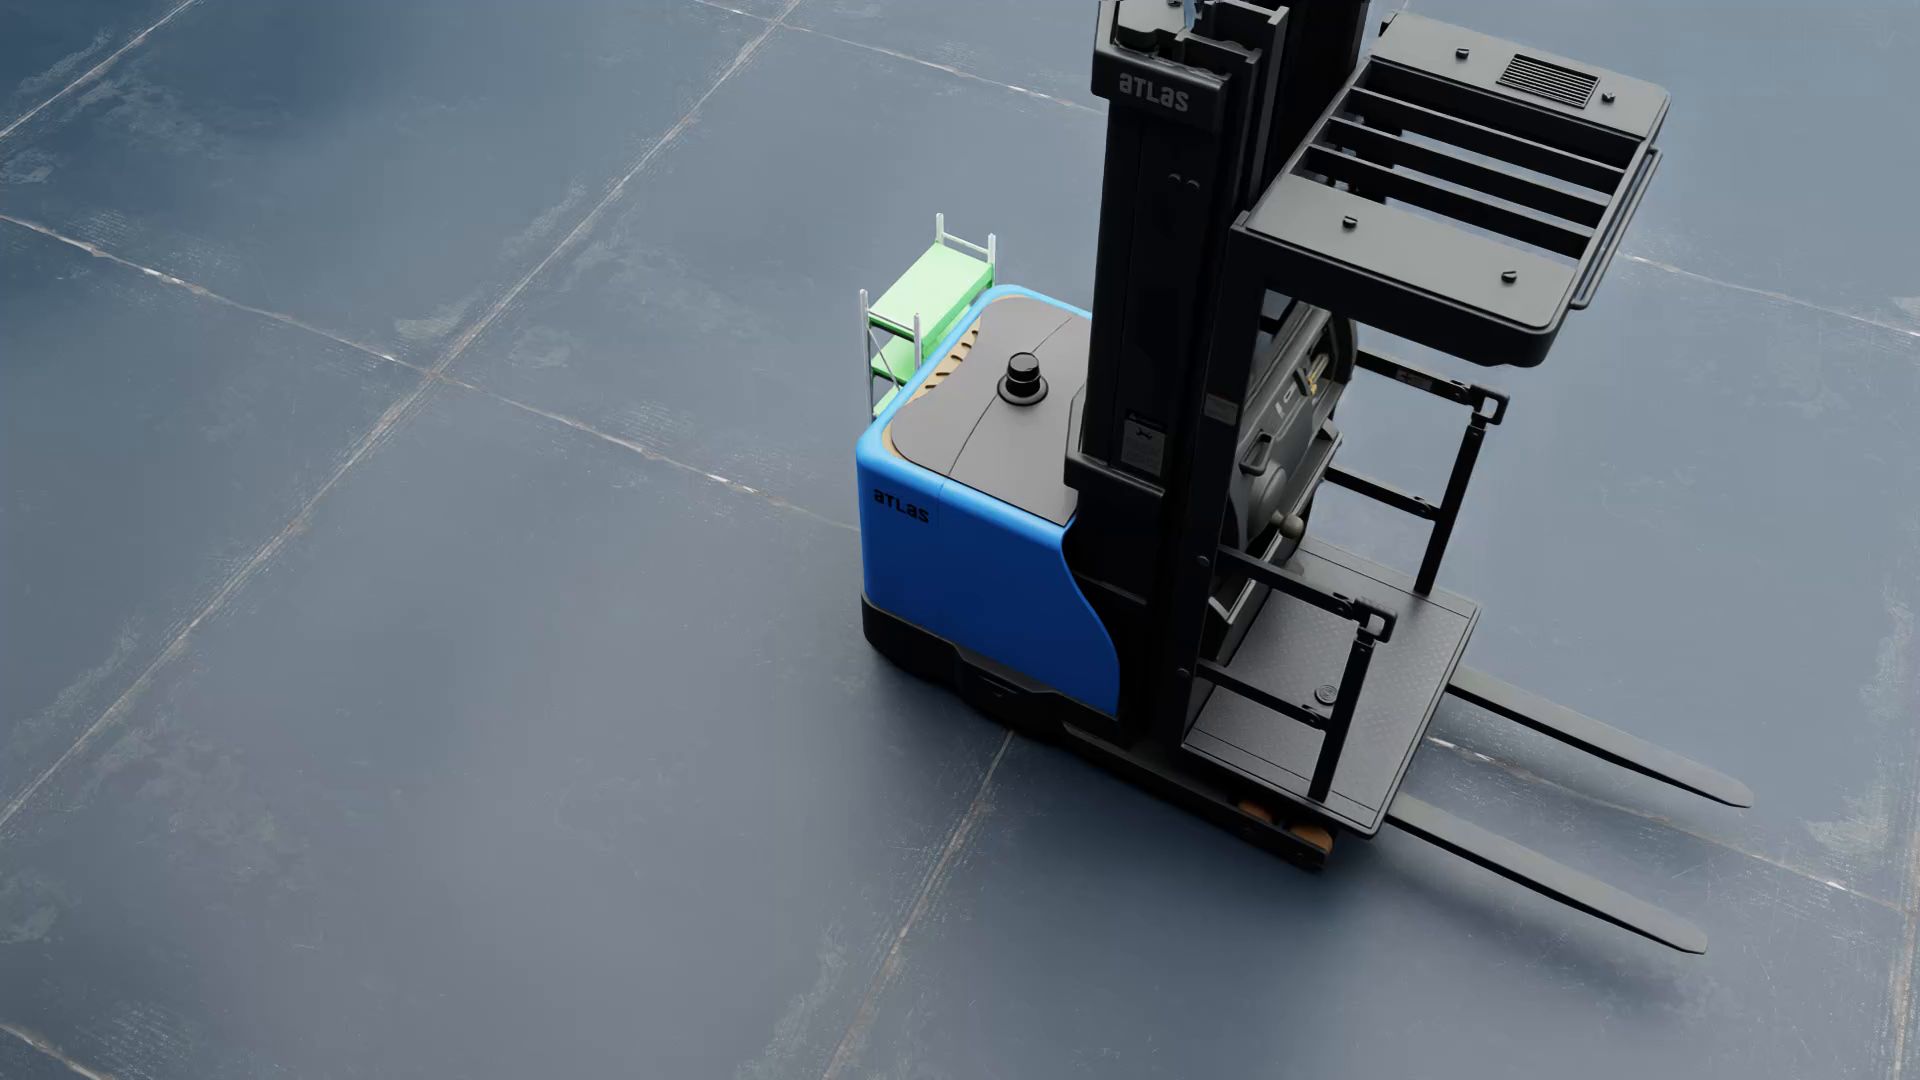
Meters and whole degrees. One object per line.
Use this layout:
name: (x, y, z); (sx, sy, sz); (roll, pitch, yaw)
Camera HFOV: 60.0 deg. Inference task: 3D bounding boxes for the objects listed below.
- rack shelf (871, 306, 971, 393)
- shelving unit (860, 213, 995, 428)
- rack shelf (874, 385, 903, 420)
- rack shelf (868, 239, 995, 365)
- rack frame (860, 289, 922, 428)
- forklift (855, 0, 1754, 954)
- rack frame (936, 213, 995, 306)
rack shelf: (-0.109, -0.693, 6.136); (0.258, 0.148, 0.480); (25, 54, 20)
shelving unit: (-0.109, -0.579, 6.270); (0.258, 1.200, 0.503); (25, 54, 20)
rack shelf: (-0.109, -0.538, 6.318); (0.258, 0.148, 0.480); (25, 54, 20)
rack shelf: (-0.109, -0.849, 5.953); (0.258, 0.148, 0.480); (25, 54, 20)
rack frame: (-0.238, -0.422, 6.136); (0.240, 1.200, 0.015); (25, 54, 20)
forklift: (1.175, -0.313, 4.907); (3.031, 2.935, 1.130); (24, 54, 19)
rack frame: (0.021, -0.736, 6.404); (0.240, 1.200, 0.015); (25, 54, 20)
